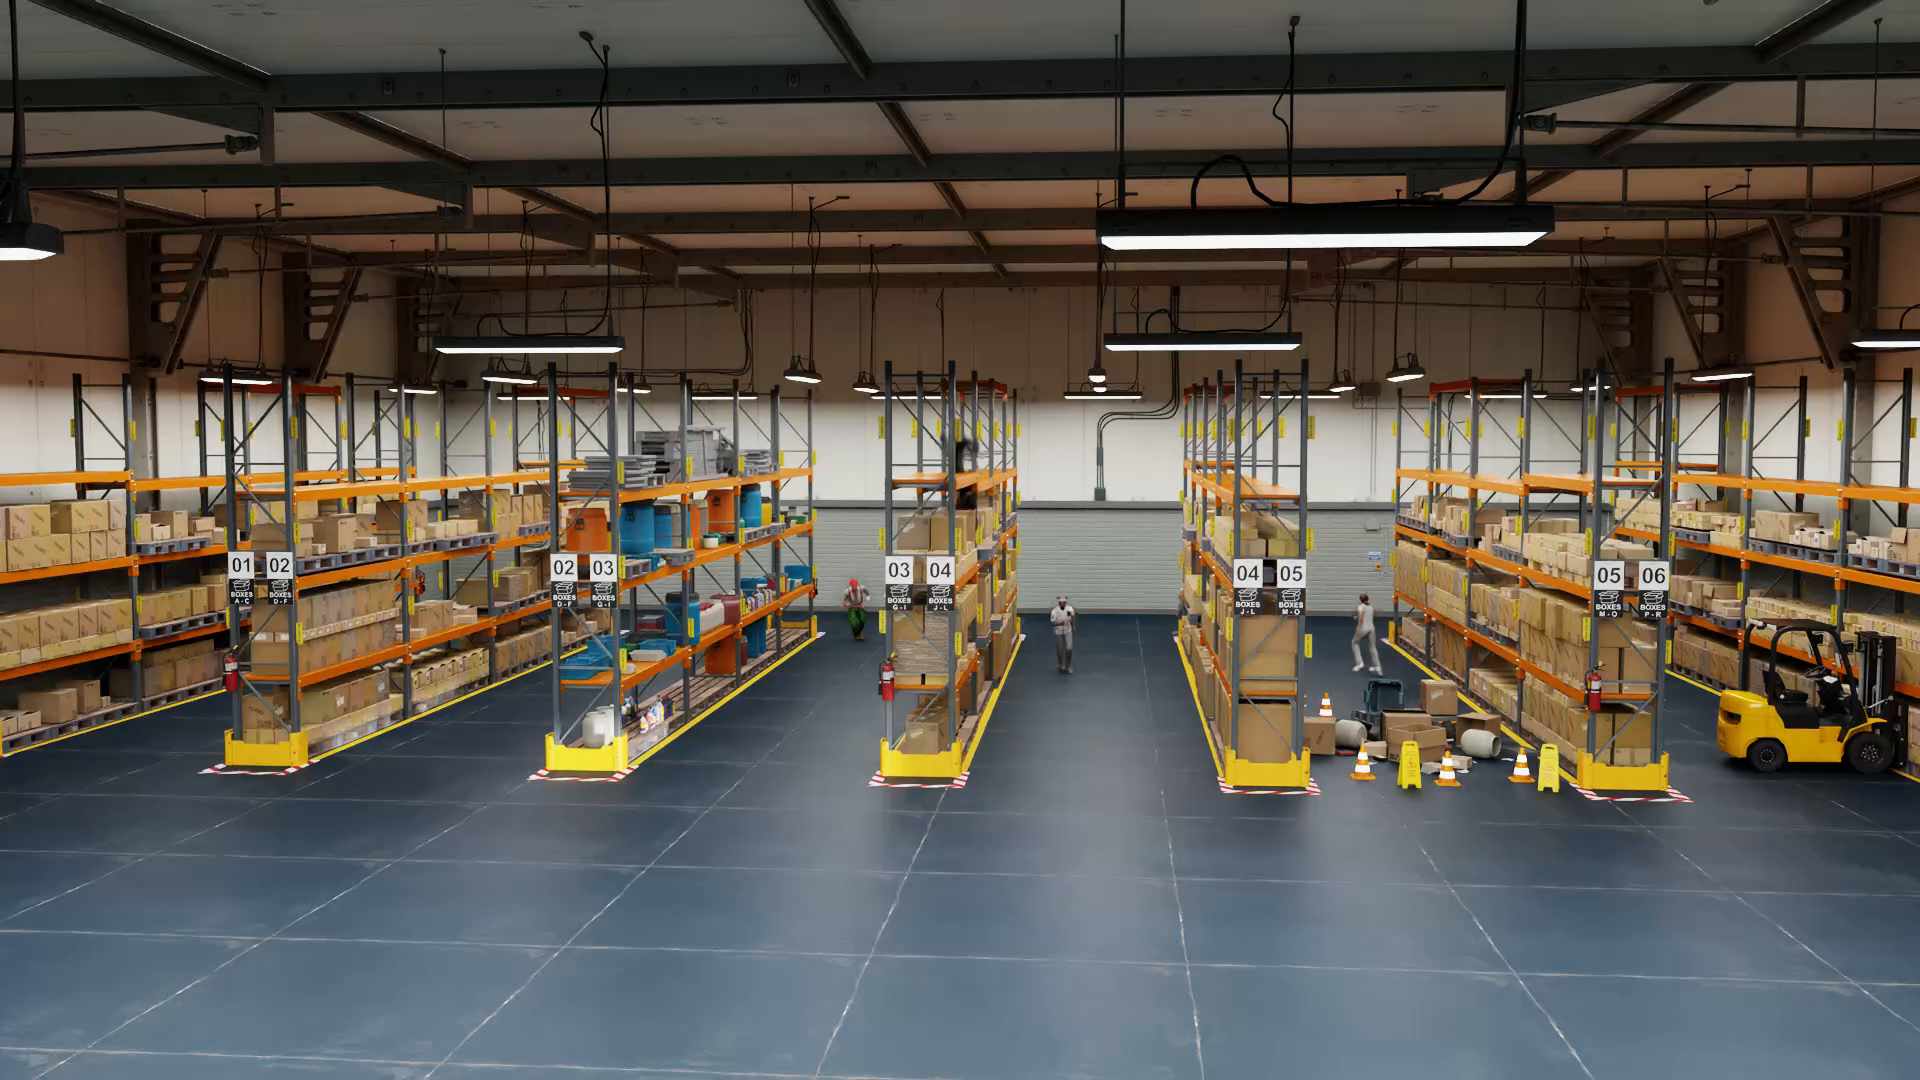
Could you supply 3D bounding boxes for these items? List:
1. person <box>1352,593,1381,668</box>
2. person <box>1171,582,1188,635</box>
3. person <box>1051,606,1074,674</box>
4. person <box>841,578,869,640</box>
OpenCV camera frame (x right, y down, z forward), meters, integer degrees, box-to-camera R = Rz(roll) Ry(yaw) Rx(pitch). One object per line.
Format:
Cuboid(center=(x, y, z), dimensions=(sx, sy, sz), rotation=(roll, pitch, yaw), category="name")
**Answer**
Cuboid(center=(8.410, 1.876, 34.470), dimensions=(0.557, 1.509, 0.929), rotation=(-1, 4, -19), category="person")
Cuboid(center=(5.588, 1.479, 40.436), dimensions=(0.786, 1.731, 0.758), rotation=(-1, 4, -11), category="person")
Cuboid(center=(2.125, 2.036, 34.394), dimensions=(0.480, 1.422, 0.758), rotation=(0, 4, 4), category="person")
Cuboid(center=(-2.477, 1.653, 39.454), dimensions=(0.710, 1.534, 0.830), rotation=(-1, 4, -11), category="person")
